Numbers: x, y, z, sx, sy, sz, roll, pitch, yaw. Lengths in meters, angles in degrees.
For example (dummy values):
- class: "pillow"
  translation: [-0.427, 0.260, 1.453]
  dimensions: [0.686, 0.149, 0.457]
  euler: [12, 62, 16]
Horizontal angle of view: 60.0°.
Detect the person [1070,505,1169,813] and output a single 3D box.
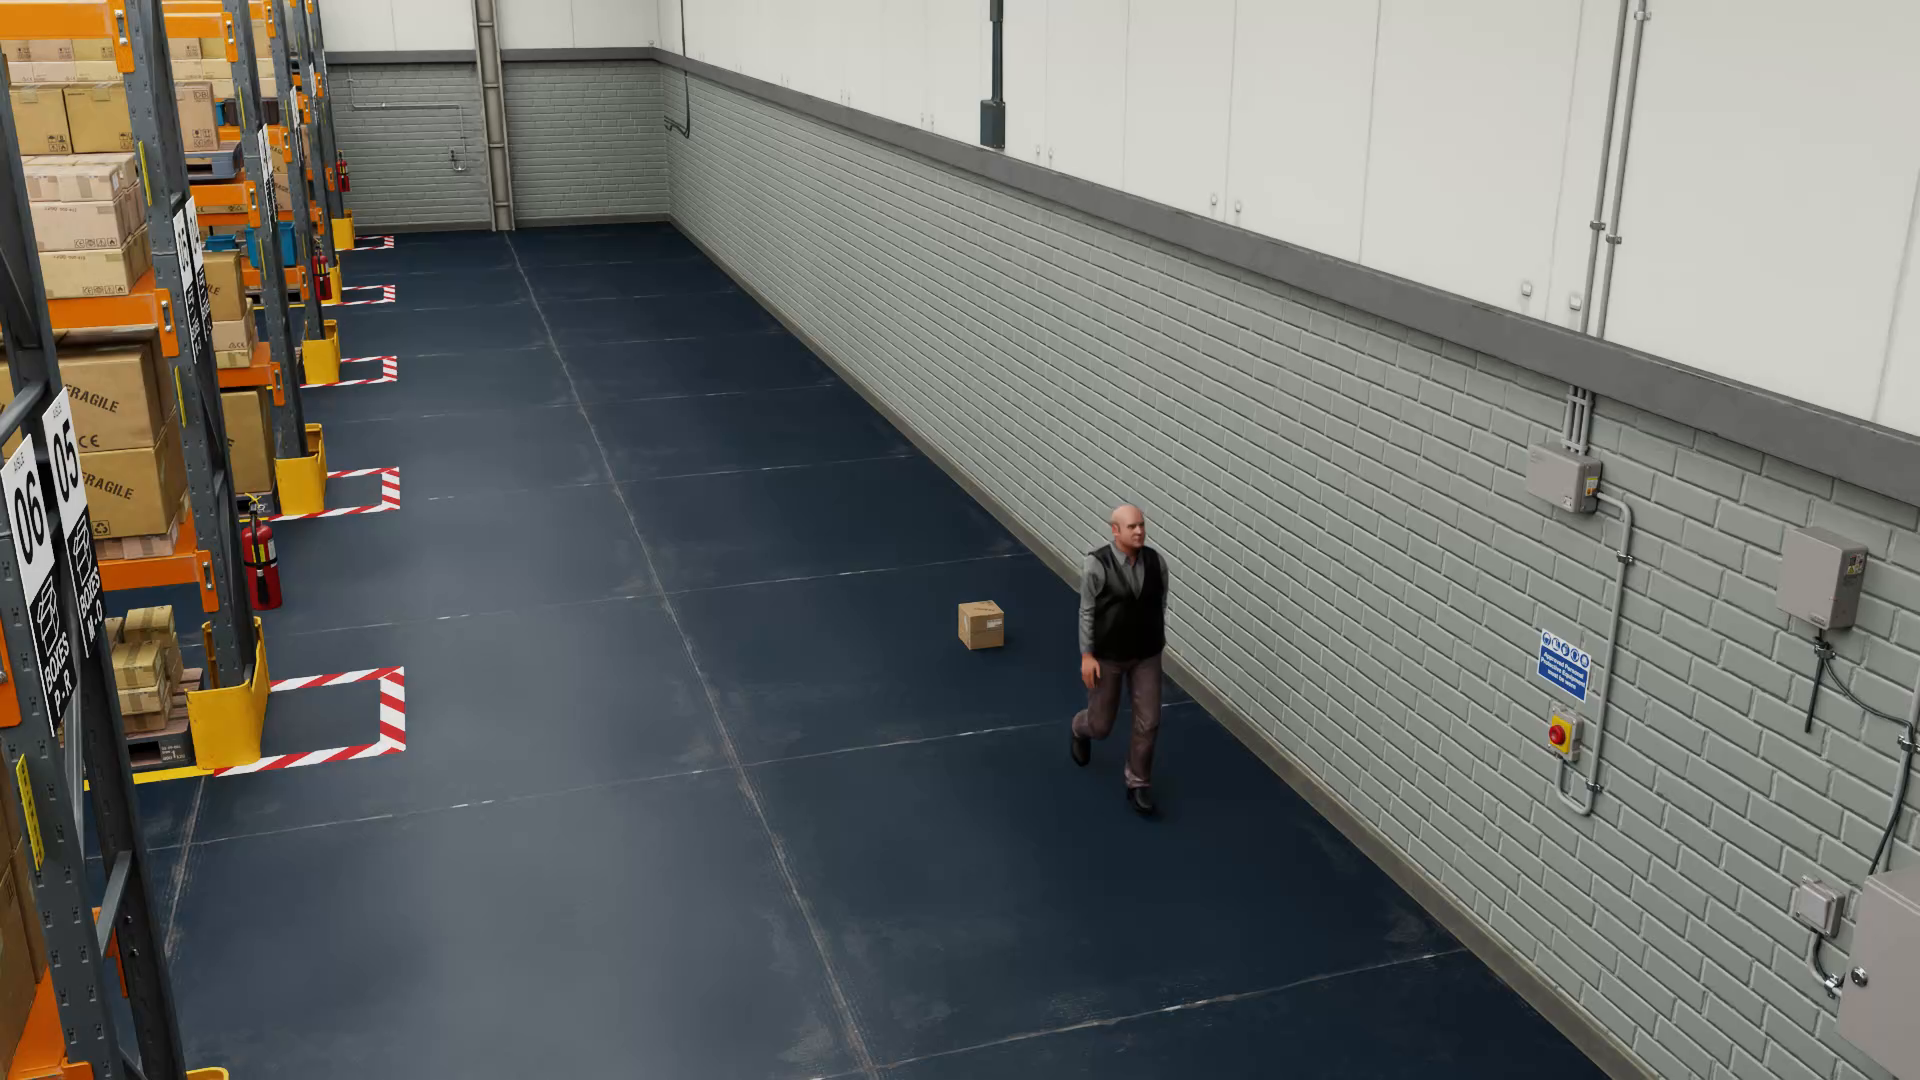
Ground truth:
- class: "person"
  translation: [0.898, 0.617, 9.241]
  dimensions: [0.535, 1.698, 0.766]
  euler: [-5, 20, -14]
